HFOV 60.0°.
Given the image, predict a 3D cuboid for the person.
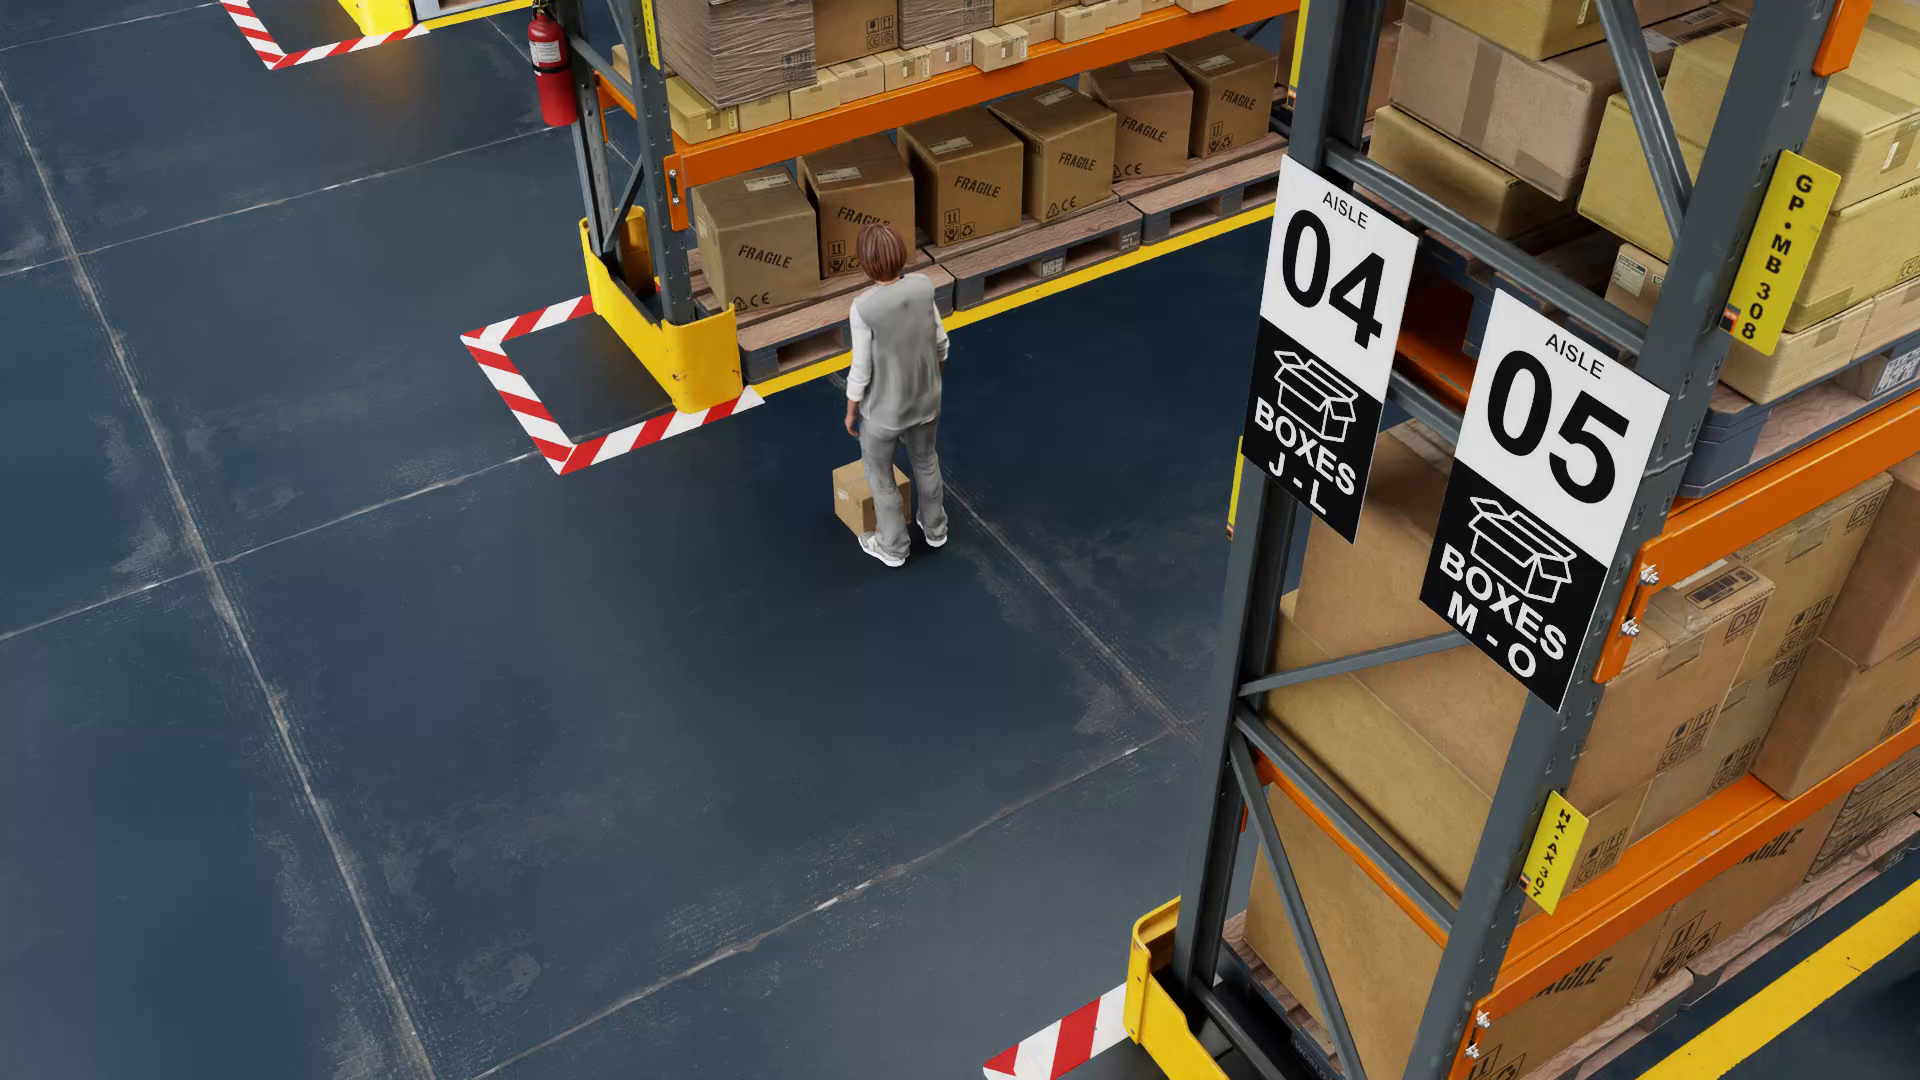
[{"bbox_3d":[-0.256,-0.566,6.810,0.472,1.593,0.350,-24,47,-24],"label":"person"}]
